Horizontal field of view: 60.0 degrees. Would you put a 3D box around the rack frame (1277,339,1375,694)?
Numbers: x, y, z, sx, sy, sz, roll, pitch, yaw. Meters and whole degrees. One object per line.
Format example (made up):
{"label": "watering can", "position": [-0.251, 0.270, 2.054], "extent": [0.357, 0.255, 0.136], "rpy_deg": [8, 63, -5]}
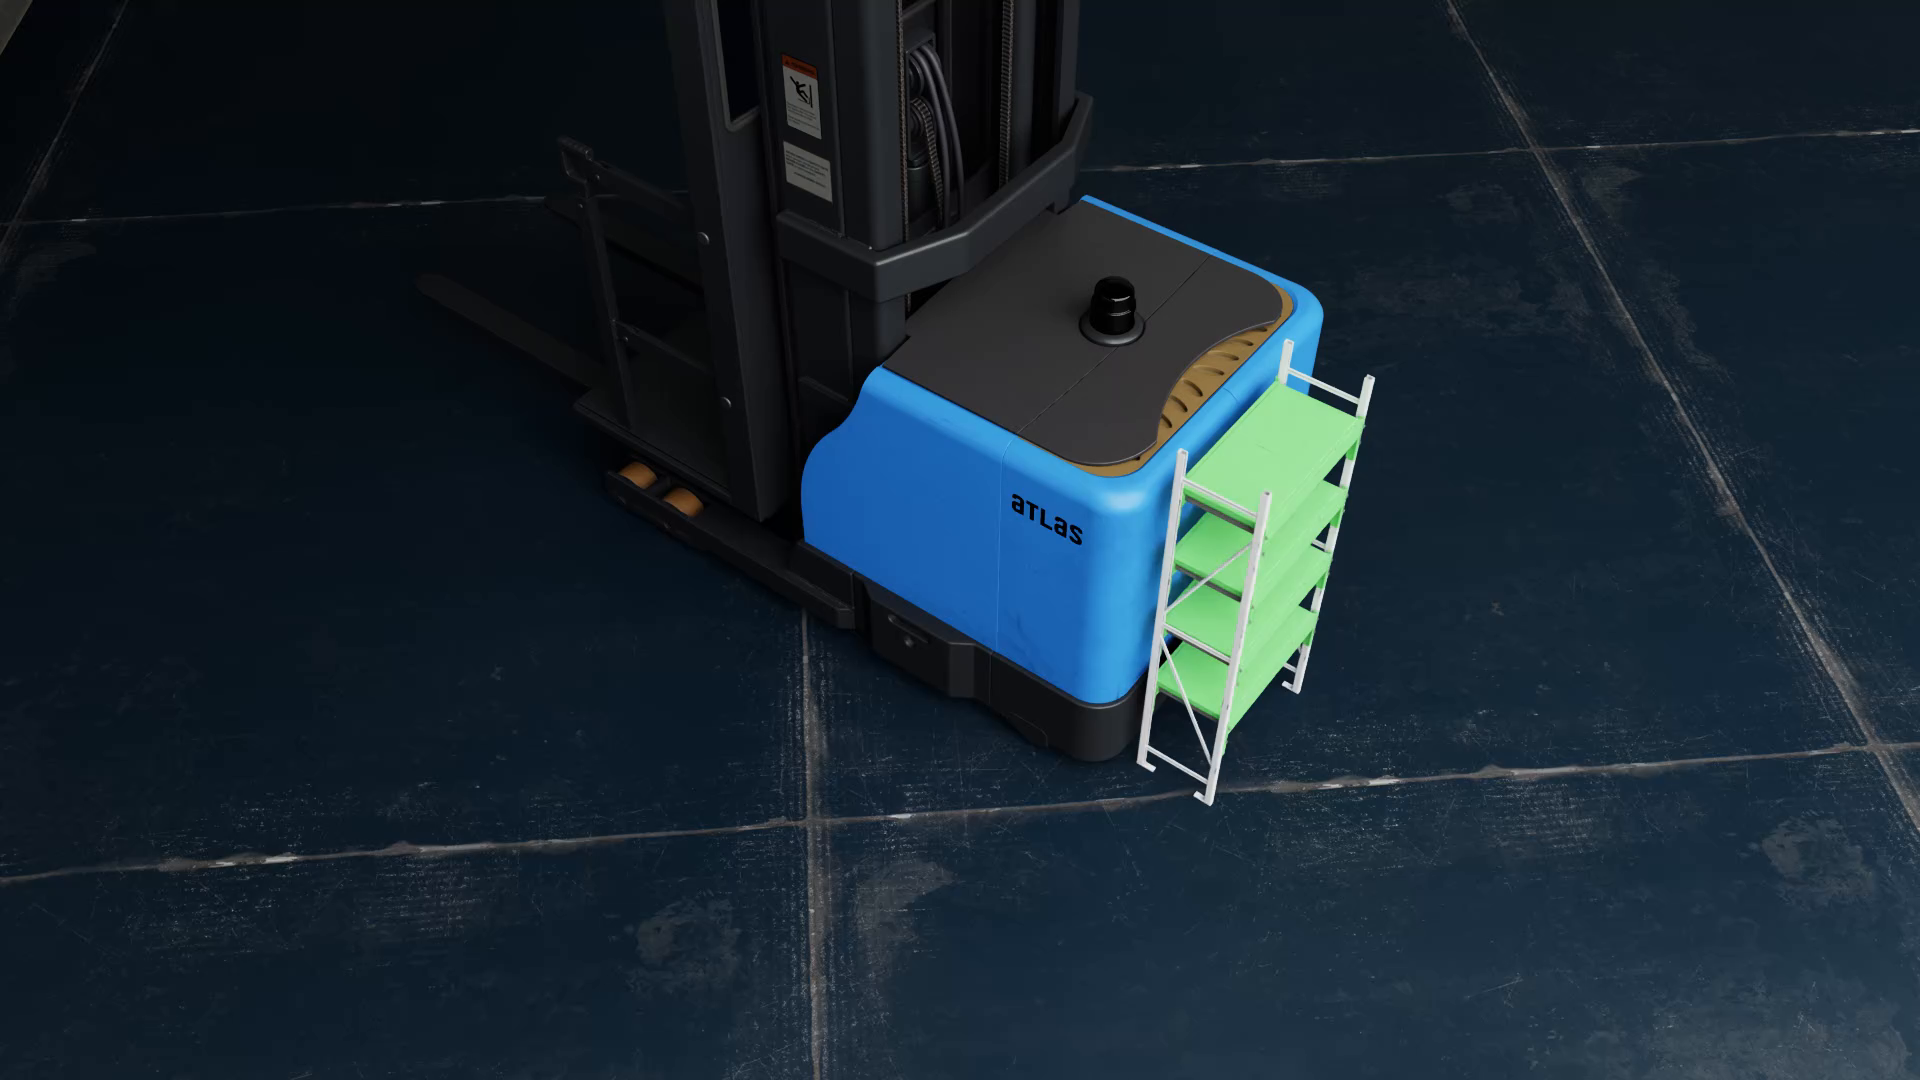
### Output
{"label": "rack frame", "position": [0.889, -0.022, 4.445], "extent": [0.240, 1.200, 0.015], "rpy_deg": [29, 53, 25]}

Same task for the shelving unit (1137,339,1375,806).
{"label": "shelving unit", "position": [0.742, 0.119, 4.311], "extent": [0.258, 1.200, 0.503], "rpy_deg": [29, 53, 25]}

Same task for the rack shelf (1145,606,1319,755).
{"label": "rack shelf", "position": [0.742, 0.328, 4.532], "extent": [0.258, 0.148, 0.480], "rpy_deg": [29, 53, 25]}

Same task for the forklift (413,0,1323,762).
{"label": "forklift", "position": [-0.502, -1.285, 4.448], "extent": [3.031, 2.935, 1.130], "rpy_deg": [29, 53, 25]}

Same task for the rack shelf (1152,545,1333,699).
{"label": "rack shelf", "position": [0.742, 0.163, 4.357], "extent": [0.258, 0.148, 0.480], "rpy_deg": [29, 53, 25]}

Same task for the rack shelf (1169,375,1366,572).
{"label": "rack shelf", "position": [0.742, -0.167, 4.009], "extent": [0.258, 0.148, 0.480], "rpy_deg": [29, 53, 25]}

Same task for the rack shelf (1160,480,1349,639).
{"label": "rack shelf", "position": [0.742, -0.002, 4.183], "extent": [0.258, 0.148, 0.480], "rpy_deg": [29, 53, 25]}

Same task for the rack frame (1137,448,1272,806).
{"label": "rack frame", "position": [0.595, 0.260, 4.177], "extent": [0.240, 1.200, 0.015], "rpy_deg": [29, 53, 25]}
